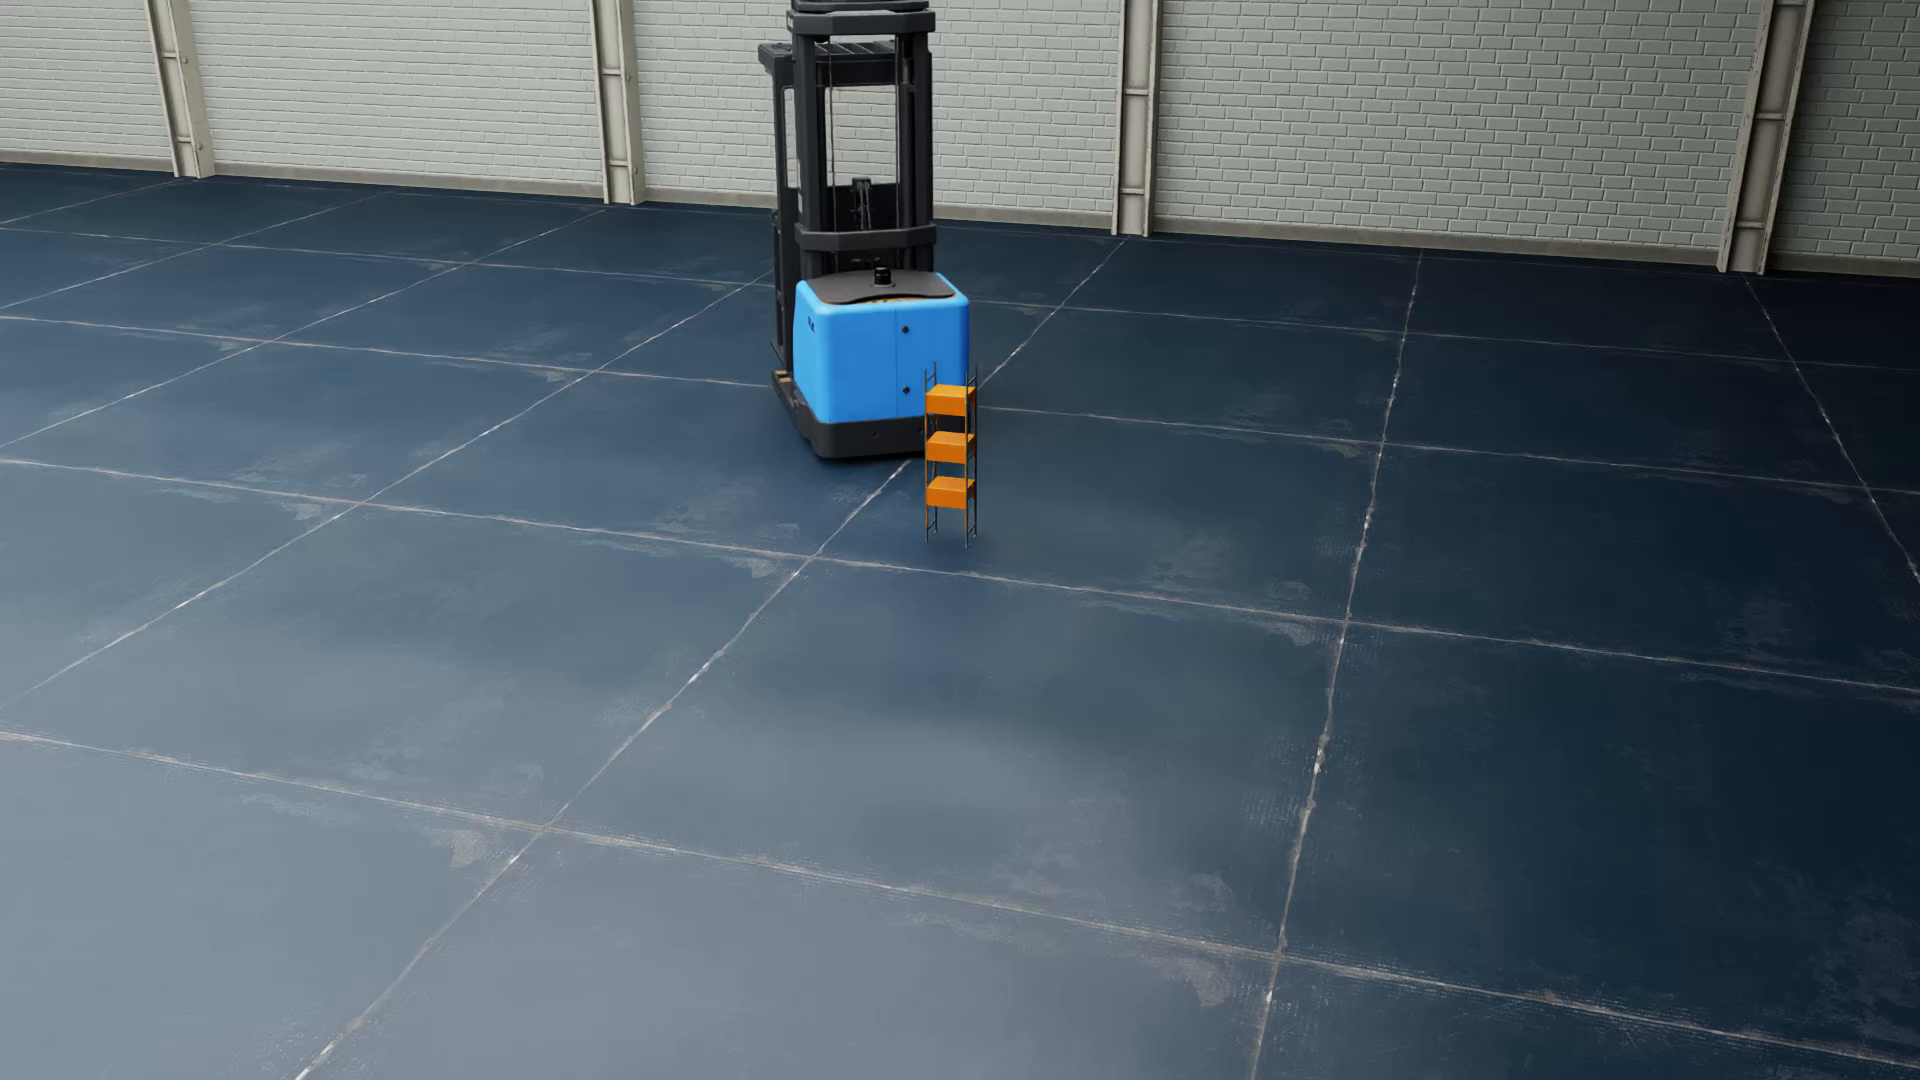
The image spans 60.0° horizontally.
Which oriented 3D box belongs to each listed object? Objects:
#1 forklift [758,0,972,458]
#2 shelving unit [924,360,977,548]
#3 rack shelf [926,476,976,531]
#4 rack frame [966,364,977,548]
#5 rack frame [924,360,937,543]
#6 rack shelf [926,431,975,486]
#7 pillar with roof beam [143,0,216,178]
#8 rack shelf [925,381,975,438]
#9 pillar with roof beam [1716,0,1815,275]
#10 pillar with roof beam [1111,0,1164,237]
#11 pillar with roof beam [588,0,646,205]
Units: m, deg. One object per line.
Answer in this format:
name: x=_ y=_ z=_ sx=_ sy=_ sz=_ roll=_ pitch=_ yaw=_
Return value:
forklift: x=-0.790 y=-2.421 z=11.809 sx=1.130 sy=2.935 sz=3.031 roll=-6 pitch=23 yaw=-14
shelving unit: x=-0.051 y=-0.492 z=9.585 sx=0.252 sy=1.050 sz=0.215 roll=7 pitch=23 yaw=16
rack shelf: x=-0.051 y=-0.225 z=9.695 sx=0.240 sy=0.259 sz=0.215 roll=7 pitch=23 yaw=15
rack frame: x=0.066 y=-0.478 z=9.552 sx=0.008 sy=1.050 sz=0.200 roll=7 pitch=23 yaw=16
rack frame: x=-0.168 y=-0.505 z=9.618 sx=0.008 sy=1.050 sz=0.200 roll=7 pitch=23 yaw=16
rack shelf: x=-0.051 y=-0.482 z=9.589 sx=0.240 sy=0.259 sz=0.215 roll=7 pitch=23 yaw=15
pillar with roof beam: x=-10.887 y=-7.202 z=15.469 sx=0.400 sy=9.000 sz=9.100 roll=7 pitch=23 yaw=16
rack shelf: x=-0.051 y=-0.744 z=9.481 sx=0.240 sy=0.259 sz=0.215 roll=7 pitch=23 yaw=15
pillar with roof beam: x=6.346 y=-5.228 z=10.659 sx=0.400 sy=9.000 sz=9.100 roll=7 pitch=23 yaw=16
pillar with roof beam: x=0.601 y=-5.886 z=12.262 sx=0.400 sy=9.000 sz=9.100 roll=7 pitch=23 yaw=16
pillar with roof beam: x=-5.143 y=-6.544 z=13.866 sx=0.400 sy=9.000 sz=9.100 roll=7 pitch=23 yaw=16
